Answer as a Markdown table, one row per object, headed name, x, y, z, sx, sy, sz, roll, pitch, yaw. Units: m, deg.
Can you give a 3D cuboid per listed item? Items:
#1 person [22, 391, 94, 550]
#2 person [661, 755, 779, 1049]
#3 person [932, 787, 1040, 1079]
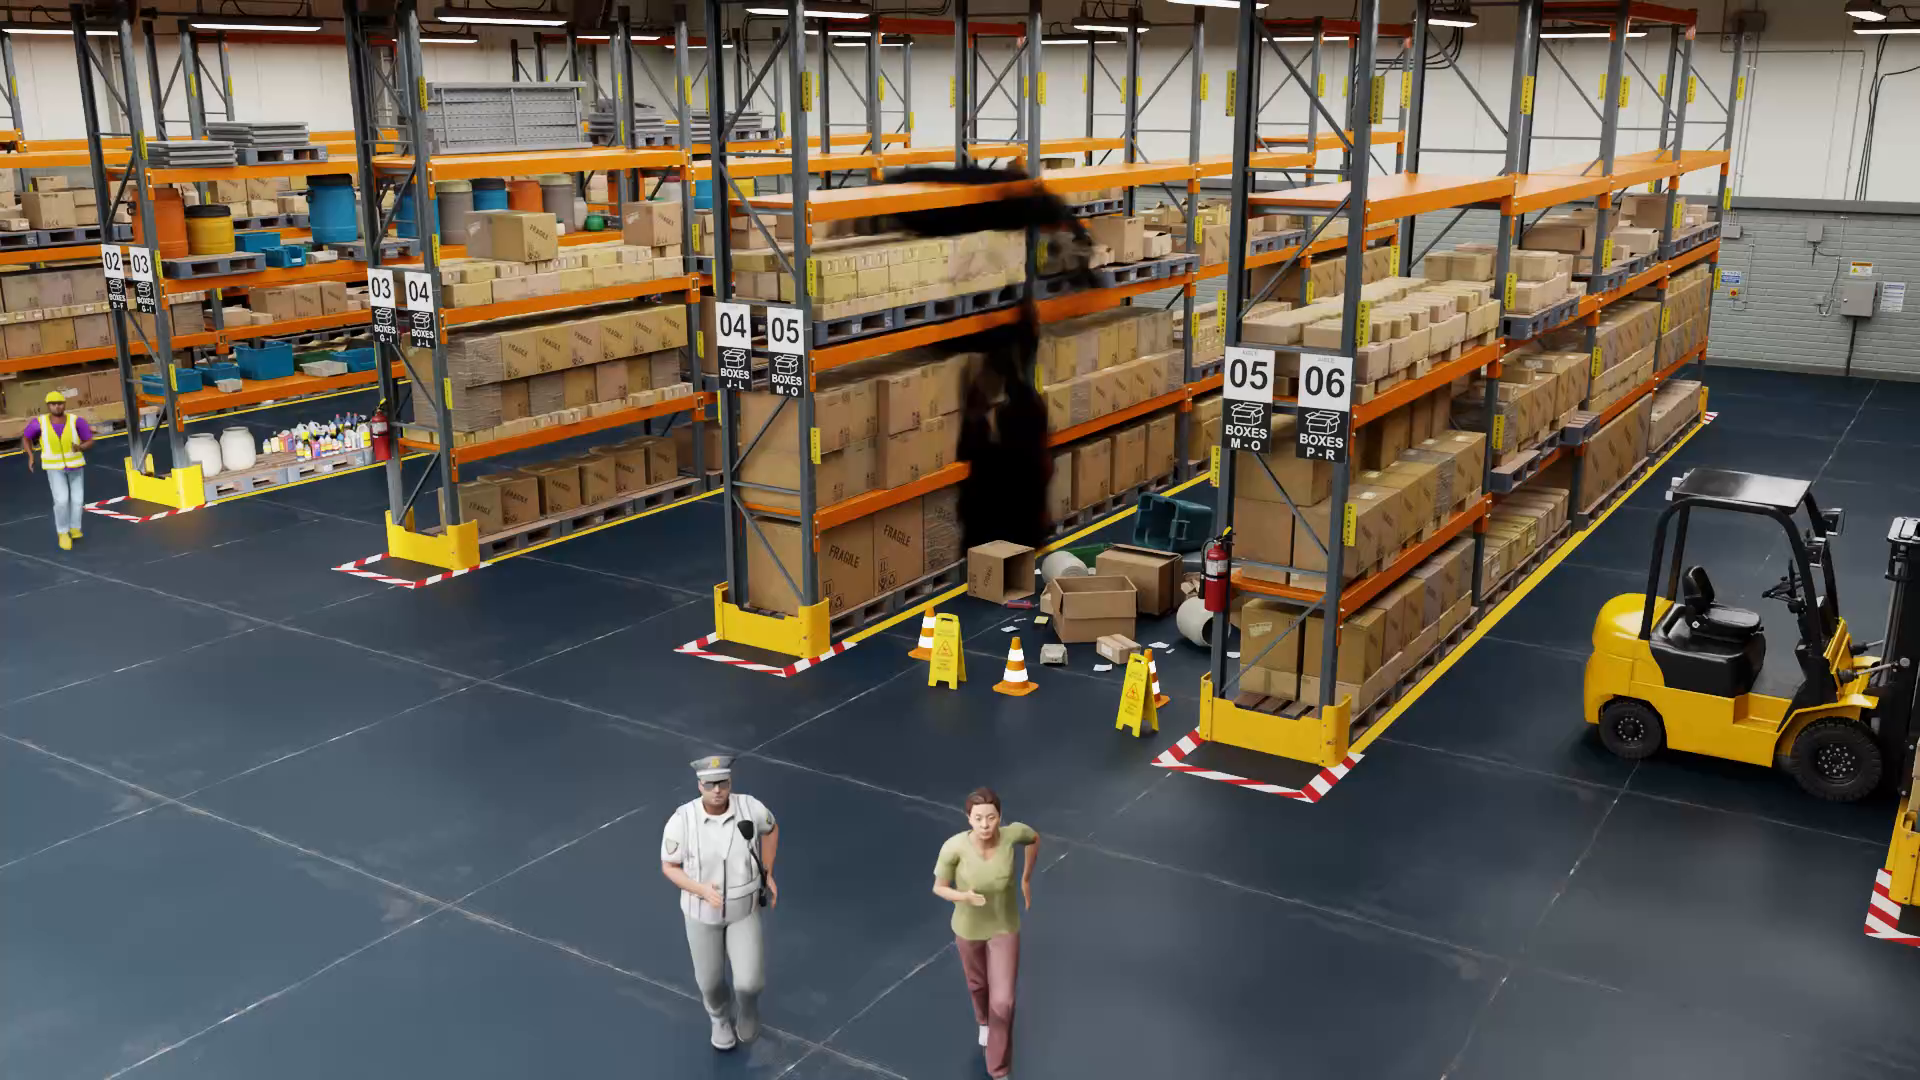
| name | x | y | z | sx | sy | sz | roll | pitch | yaw |
| --- | --- | --- | --- | --- | --- | --- | --- | --- | --- |
| person | -10.119 | -0.787 | 18.783 | 0.669 | 1.797 | 0.727 | -12 | 19 | -36 |
| person | -1.257 | 1.962 | 8.877 | 0.640 | 1.742 | 0.636 | -3 | 16 | -11 |
| person | 0.140 | 2.063 | 8.733 | 0.547 | 1.727 | 0.795 | 1 | 16 | 3 |
